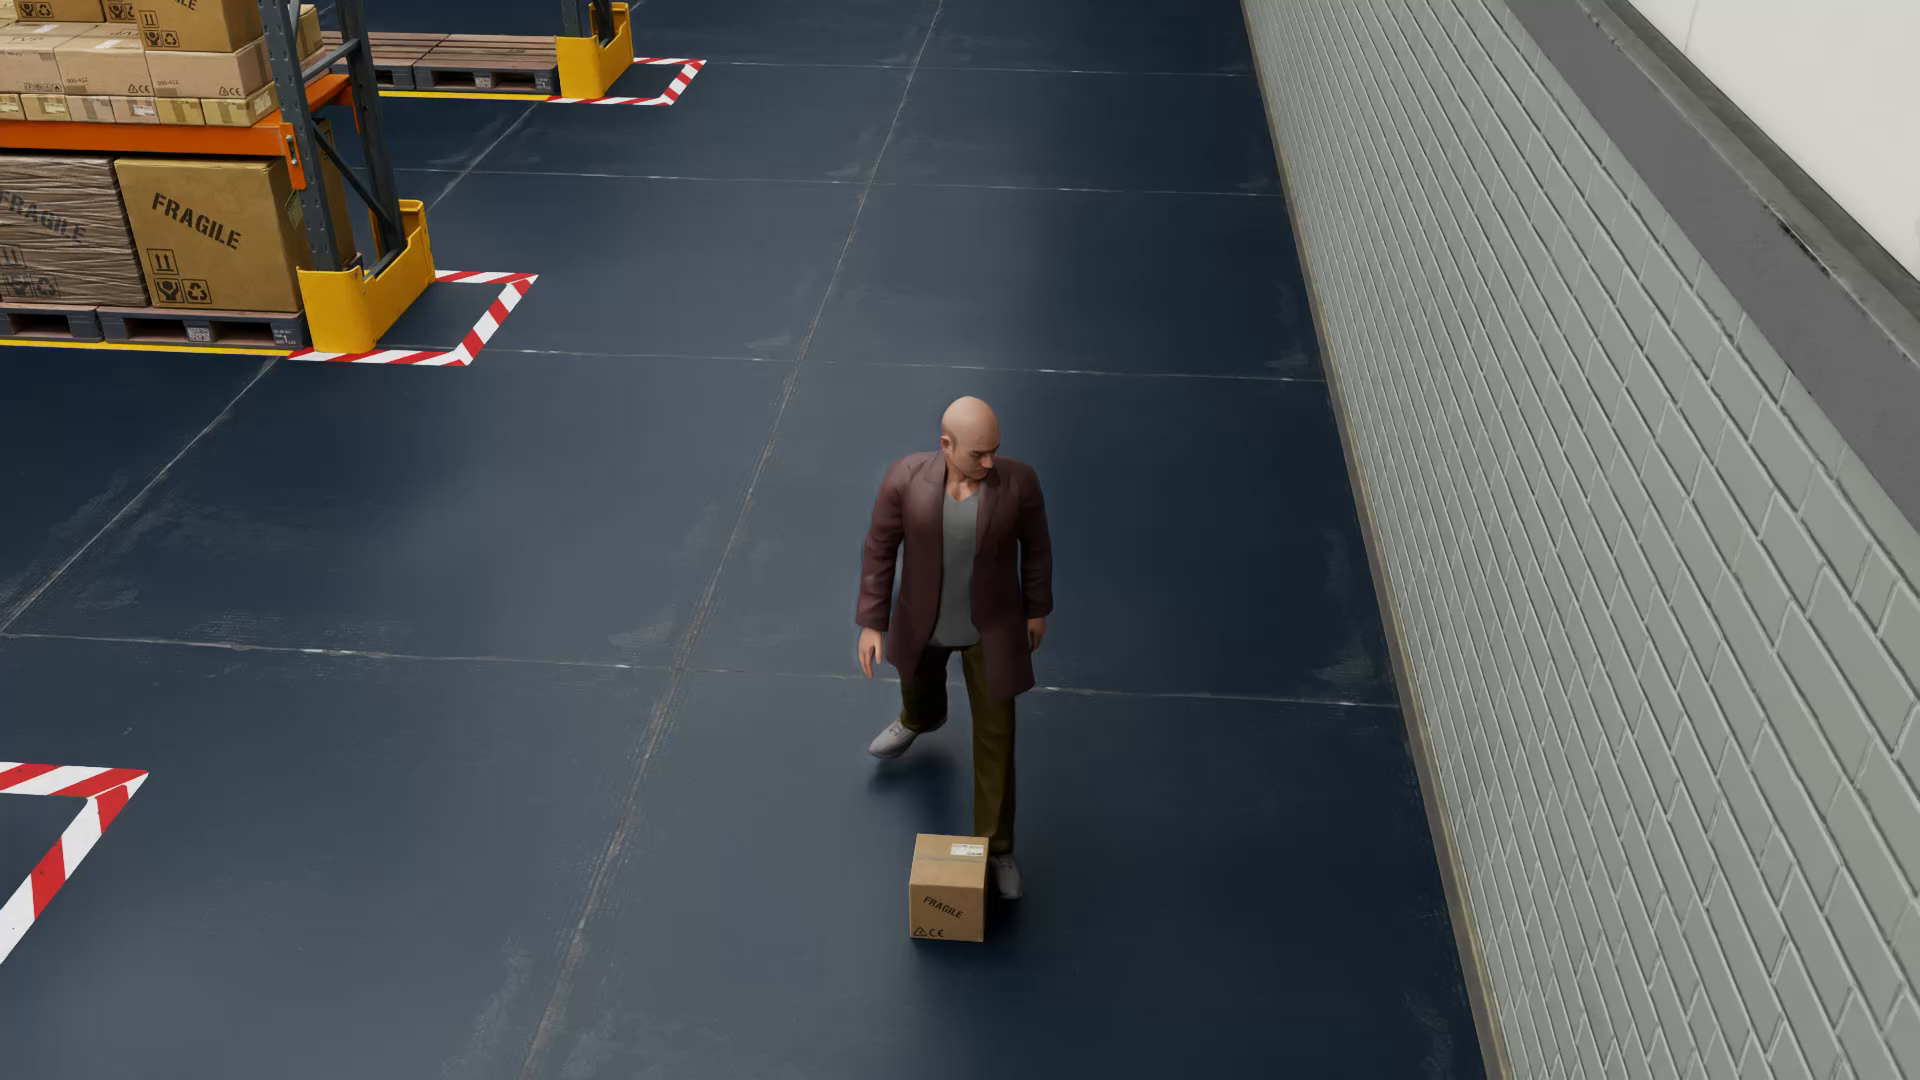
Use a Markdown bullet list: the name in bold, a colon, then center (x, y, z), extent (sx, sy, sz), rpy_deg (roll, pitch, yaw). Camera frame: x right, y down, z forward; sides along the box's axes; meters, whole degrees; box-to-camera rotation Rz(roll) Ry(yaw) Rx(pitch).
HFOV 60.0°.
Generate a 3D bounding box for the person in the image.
- **person**: center (-0.028, 0.279, 5.701), extent (0.711, 1.749, 0.997), rpy_deg (2, 32, 3)
